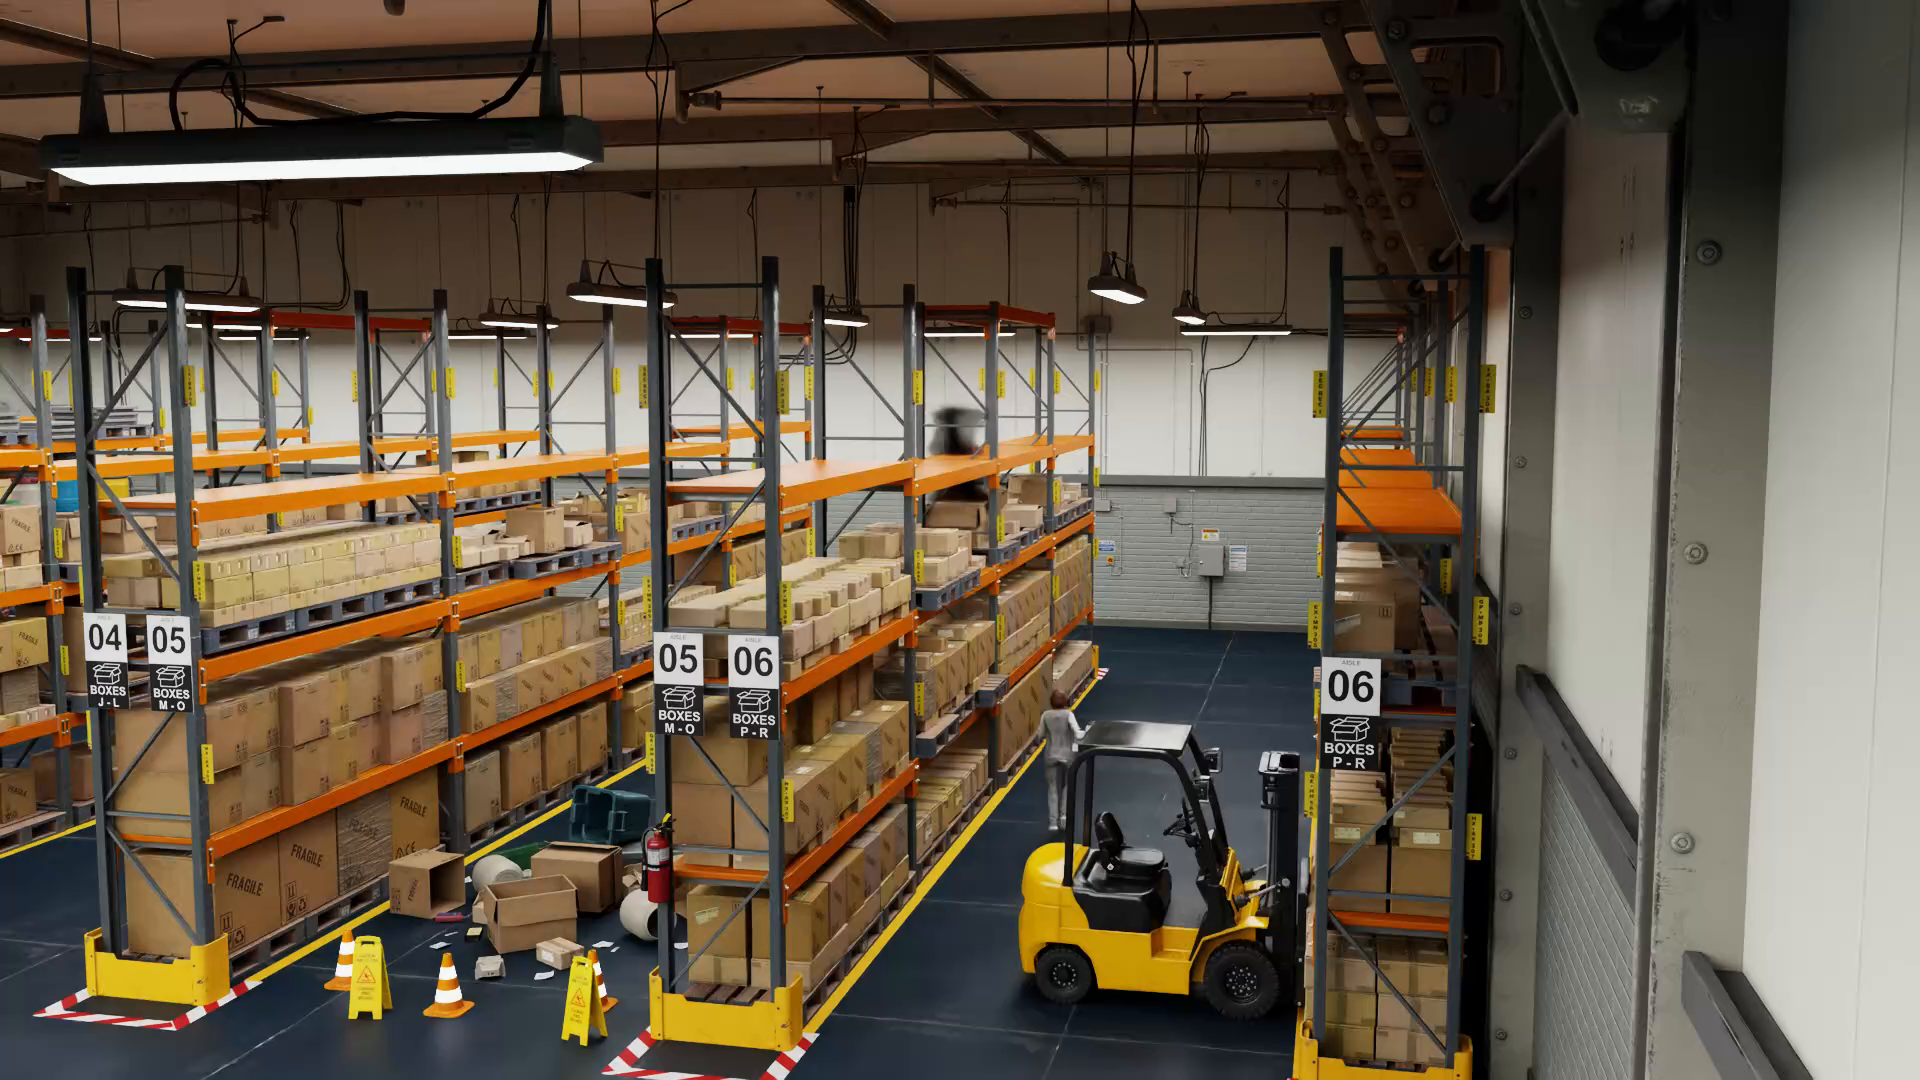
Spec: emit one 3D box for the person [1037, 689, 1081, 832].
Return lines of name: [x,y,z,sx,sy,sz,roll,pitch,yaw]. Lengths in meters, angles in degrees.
person: [1.114,2.487,18.624,0.502,1.641,0.790,1,6,5]
